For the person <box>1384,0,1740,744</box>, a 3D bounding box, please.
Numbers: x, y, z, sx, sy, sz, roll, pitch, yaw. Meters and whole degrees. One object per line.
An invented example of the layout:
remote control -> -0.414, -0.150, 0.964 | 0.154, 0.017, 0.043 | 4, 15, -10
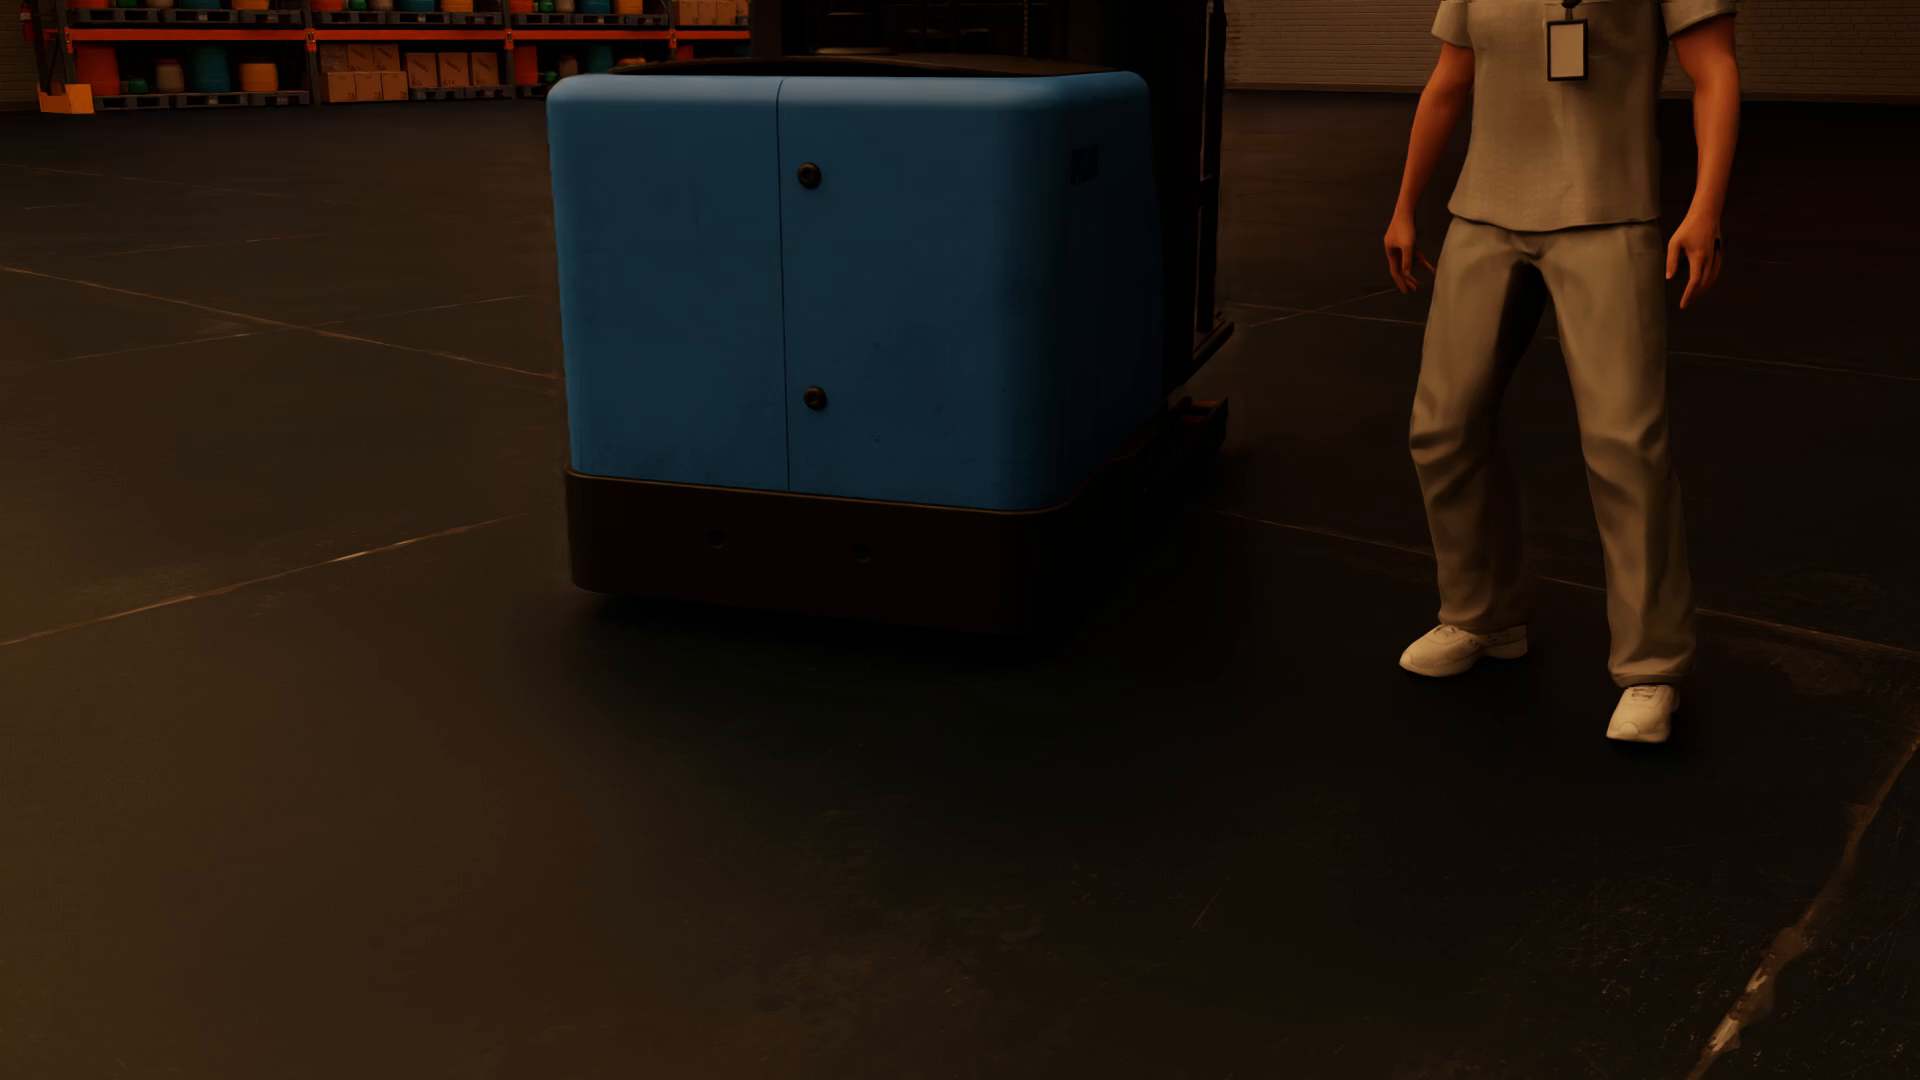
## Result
person -> 1.016, -0.527, 2.855 | 0.360, 1.641, 0.681 | -16, 23, -43

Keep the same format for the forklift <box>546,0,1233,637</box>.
forklift -> 0.129, -1.610, 4.200 | 1.130, 2.935, 3.031 | 5, 18, 17
